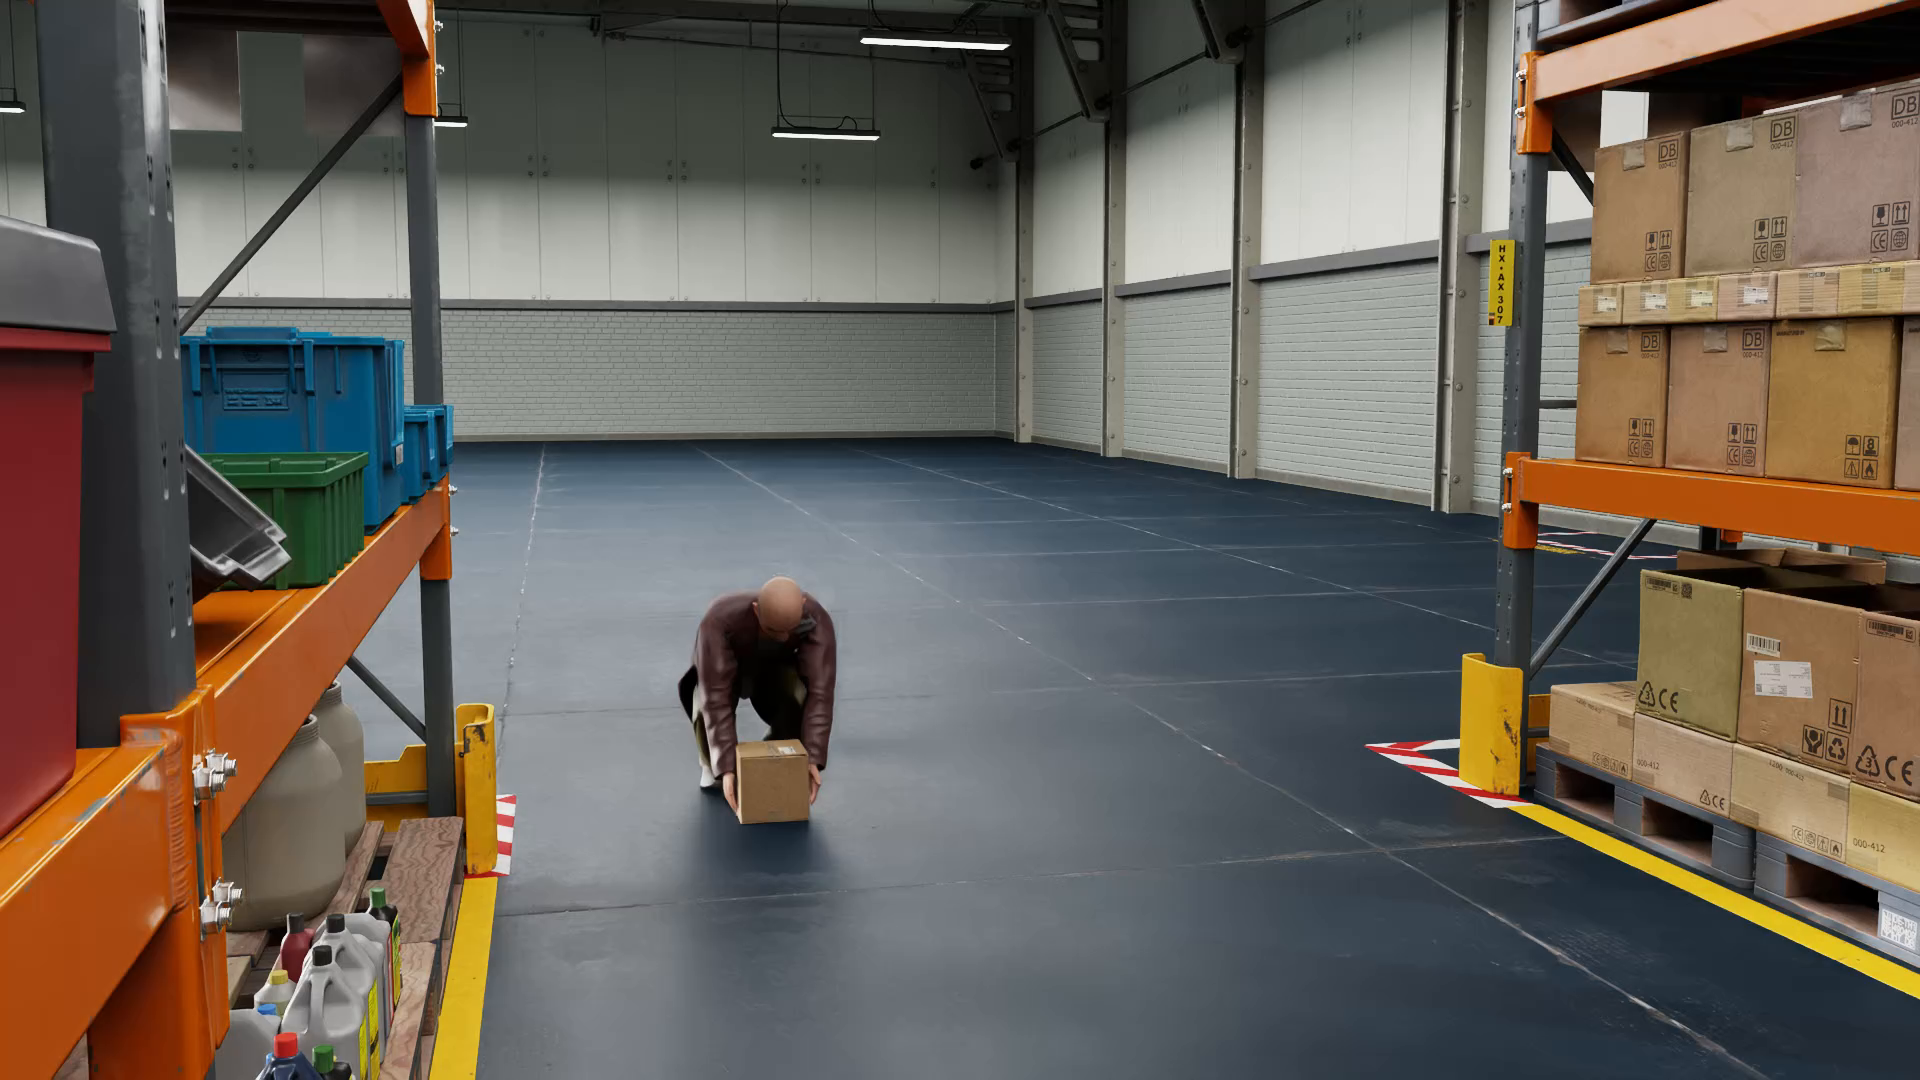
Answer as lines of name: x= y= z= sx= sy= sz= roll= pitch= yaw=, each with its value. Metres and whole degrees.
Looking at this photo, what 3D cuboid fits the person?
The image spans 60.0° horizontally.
person: x=-0.794 y=0.548 z=6.484 sx=0.603 sy=0.880 sz=0.899 roll=-1 pitch=6 yaw=-14
